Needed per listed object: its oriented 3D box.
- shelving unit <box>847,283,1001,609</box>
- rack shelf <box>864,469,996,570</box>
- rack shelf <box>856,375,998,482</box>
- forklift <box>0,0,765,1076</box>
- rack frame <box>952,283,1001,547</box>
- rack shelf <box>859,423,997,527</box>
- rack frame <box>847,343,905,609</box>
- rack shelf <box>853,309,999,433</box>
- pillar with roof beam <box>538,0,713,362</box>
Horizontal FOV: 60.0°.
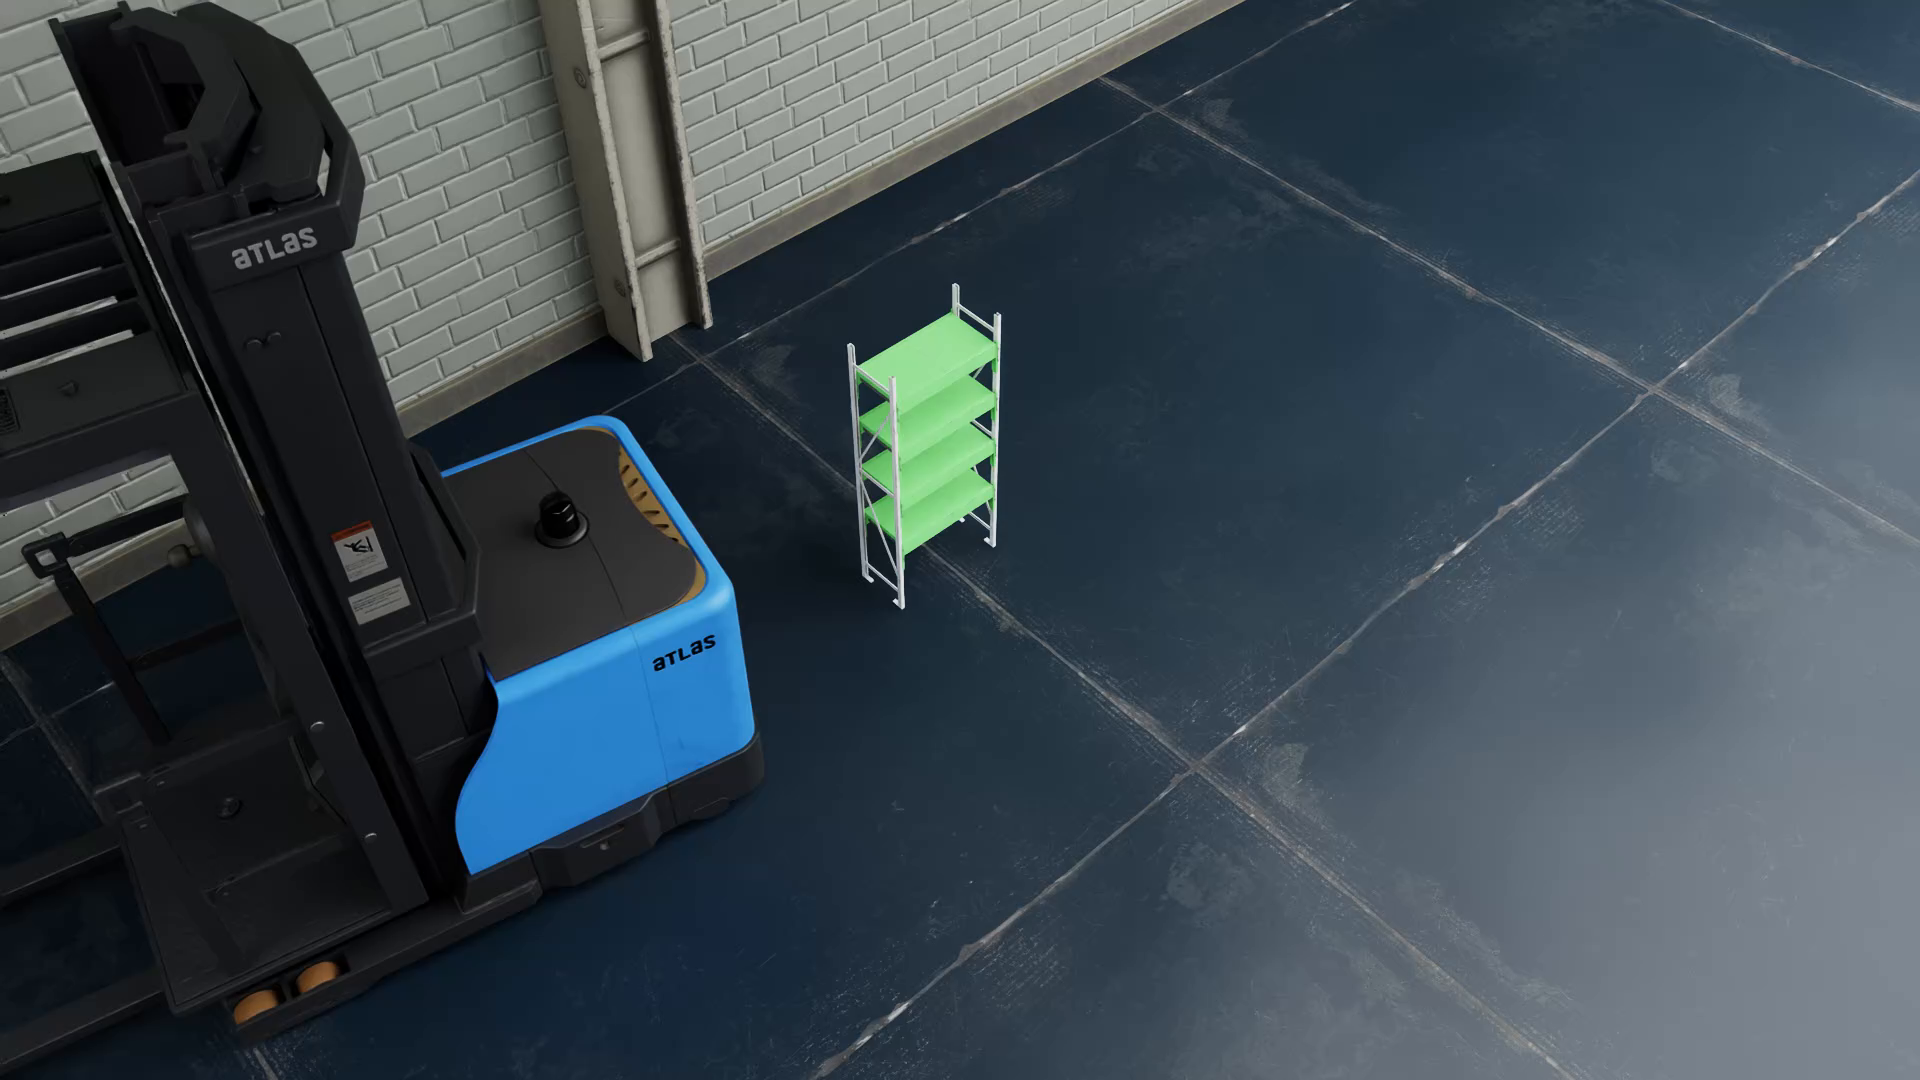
[{"bbox_3d":[-0.122,-0.325,6.233,0.503,1.200,0.258,-34,56,-27],"label":"shelving unit"},{"bbox_3d":[-0.122,-0.119,6.457,0.480,0.148,0.258,-34,56,-27],"label":"rack shelf"},{"bbox_3d":[-0.122,-0.444,6.104,0.480,0.148,0.258,-34,56,-27],"label":"rack shelf"},{"bbox_3d":[-2.221,0.143,4.624,3.031,2.935,1.130,-24,52,-20],"label":"forklift"},{"bbox_3d":[0.058,-0.446,6.345,0.015,1.200,0.240,-34,56,-27],"label":"rack frame"},{"bbox_3d":[-0.122,-0.282,6.280,0.480,0.148,0.258,-34,56,-27],"label":"rack shelf"},{"bbox_3d":[-0.303,-0.204,6.122,0.015,1.200,0.240,-34,56,-27],"label":"rack frame"},{"bbox_3d":[-0.122,-0.607,5.928,0.480,0.148,0.258,-34,56,-27],"label":"rack shelf"},{"bbox_3d":[1.512,-1.691,2.188,0.400,9.000,9.100,-34,56,-27],"label":"pillar with roof beam"}]
